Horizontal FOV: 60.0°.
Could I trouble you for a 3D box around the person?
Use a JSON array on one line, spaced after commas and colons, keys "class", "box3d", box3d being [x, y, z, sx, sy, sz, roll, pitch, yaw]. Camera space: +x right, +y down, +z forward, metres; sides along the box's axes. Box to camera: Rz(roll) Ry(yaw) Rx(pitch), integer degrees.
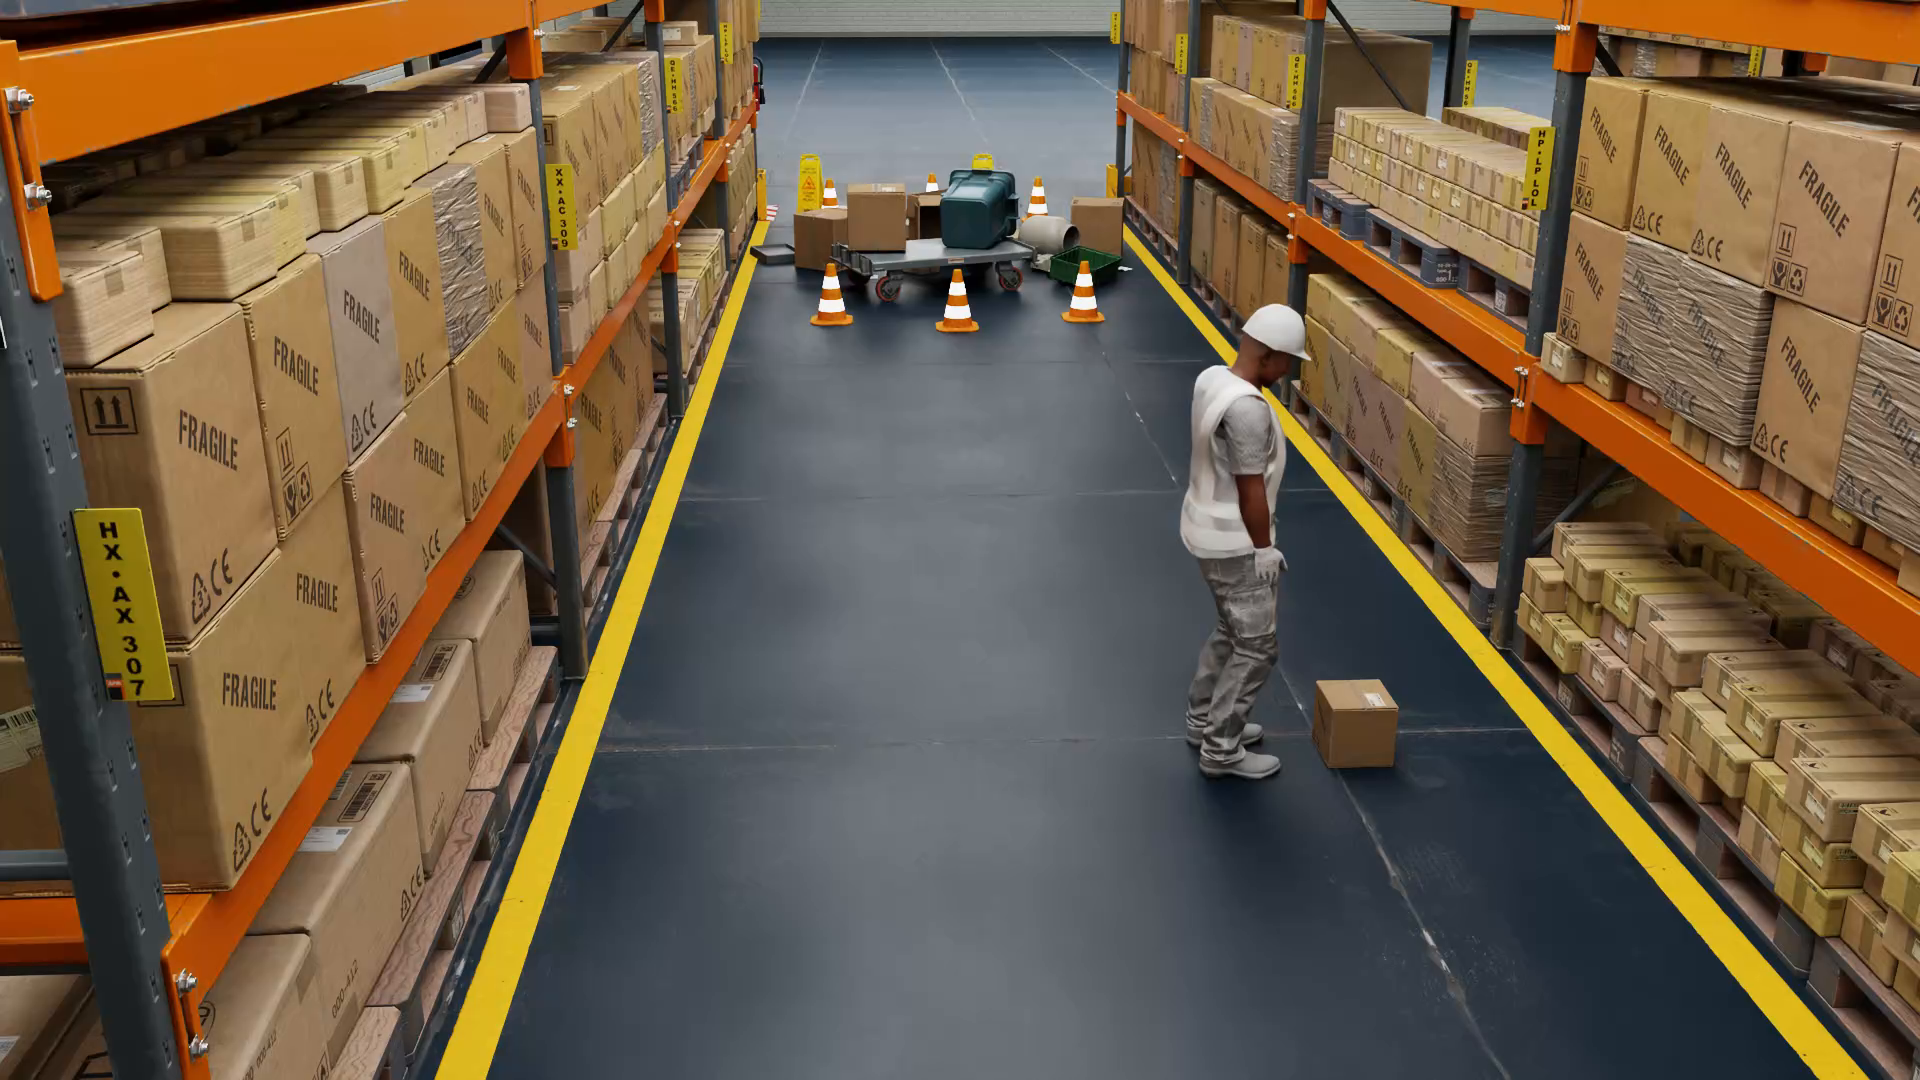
[{"class": "person", "box3d": [1.028, -0.001, 6.105, 0.427, 1.749, 0.563, -1, 20, -2]}]
